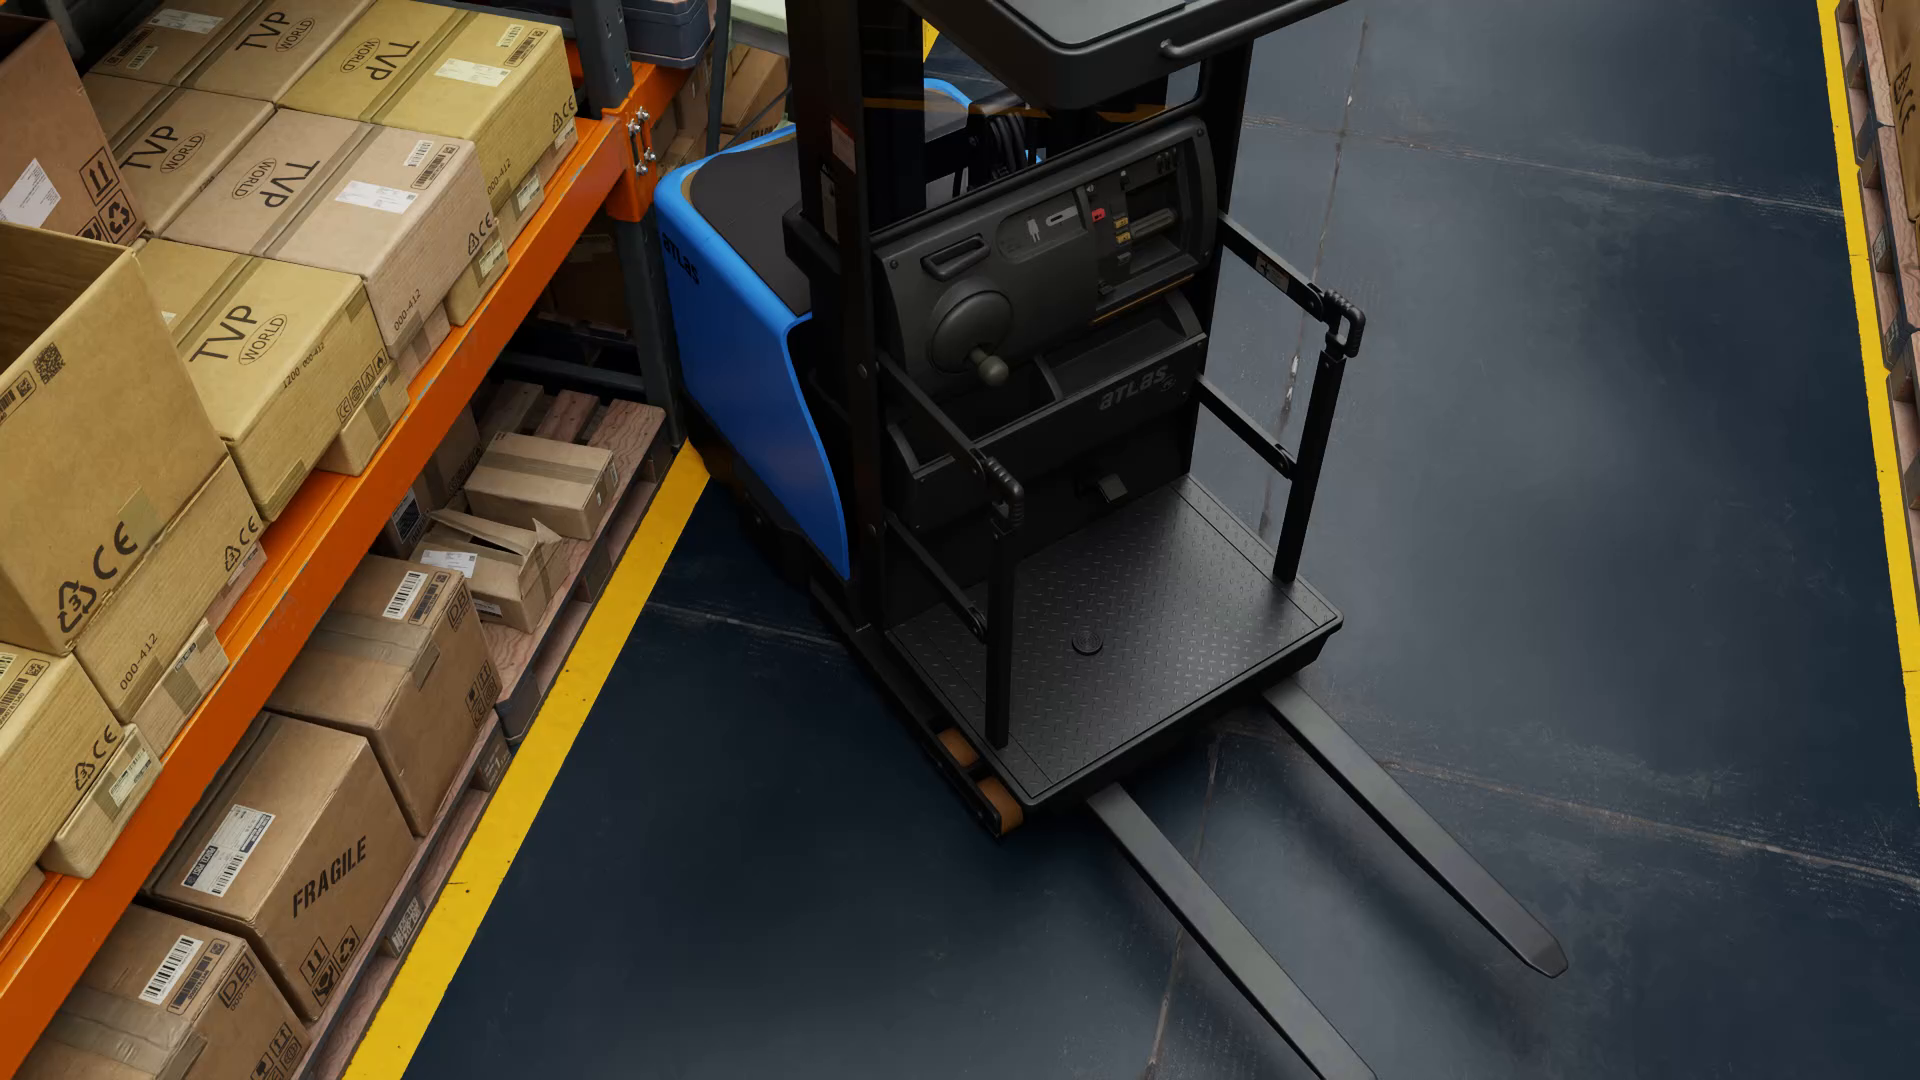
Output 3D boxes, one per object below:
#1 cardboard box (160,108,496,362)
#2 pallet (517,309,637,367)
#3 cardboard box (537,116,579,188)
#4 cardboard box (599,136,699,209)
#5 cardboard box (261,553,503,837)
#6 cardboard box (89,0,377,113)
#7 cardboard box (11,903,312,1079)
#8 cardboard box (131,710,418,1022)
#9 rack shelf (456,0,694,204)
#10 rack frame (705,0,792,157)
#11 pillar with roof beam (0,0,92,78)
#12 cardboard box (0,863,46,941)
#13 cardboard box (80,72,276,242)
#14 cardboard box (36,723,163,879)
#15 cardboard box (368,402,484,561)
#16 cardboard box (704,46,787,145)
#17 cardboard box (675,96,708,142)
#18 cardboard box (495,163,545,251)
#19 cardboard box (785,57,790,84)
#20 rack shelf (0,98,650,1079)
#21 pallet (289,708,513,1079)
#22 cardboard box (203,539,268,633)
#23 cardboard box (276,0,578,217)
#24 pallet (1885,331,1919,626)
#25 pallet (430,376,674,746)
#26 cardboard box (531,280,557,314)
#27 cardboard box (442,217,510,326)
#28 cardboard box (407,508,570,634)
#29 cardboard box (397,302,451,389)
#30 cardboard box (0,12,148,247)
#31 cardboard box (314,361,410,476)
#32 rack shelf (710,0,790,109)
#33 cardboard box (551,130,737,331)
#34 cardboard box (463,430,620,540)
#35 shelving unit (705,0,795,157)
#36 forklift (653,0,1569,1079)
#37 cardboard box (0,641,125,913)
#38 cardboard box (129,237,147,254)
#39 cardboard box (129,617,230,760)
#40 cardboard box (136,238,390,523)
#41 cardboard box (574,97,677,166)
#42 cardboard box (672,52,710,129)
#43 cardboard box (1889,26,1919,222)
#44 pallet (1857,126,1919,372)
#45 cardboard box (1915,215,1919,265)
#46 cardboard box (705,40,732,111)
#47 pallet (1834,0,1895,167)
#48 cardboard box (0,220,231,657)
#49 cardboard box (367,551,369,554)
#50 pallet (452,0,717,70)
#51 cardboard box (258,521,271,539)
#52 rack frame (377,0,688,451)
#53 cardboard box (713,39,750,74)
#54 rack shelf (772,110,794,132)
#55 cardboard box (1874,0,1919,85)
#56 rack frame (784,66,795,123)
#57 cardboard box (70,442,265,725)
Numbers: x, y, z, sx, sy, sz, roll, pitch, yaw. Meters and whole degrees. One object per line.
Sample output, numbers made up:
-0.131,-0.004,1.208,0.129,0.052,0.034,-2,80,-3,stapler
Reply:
-1.412,-0.699,3.768,0.500,0.250,0.500,12,50,10,cardboard box
-1.218,-1.105,6.085,1.003,0.211,1.213,12,50,10,pallet
-1.236,-1.068,4.360,0.380,0.149,0.250,12,50,11,cardboard box
-1.044,-1.165,5.232,0.380,0.149,0.250,14,50,12,cardboard box
-1.660,0.364,4.315,0.700,0.500,0.500,10,49,9,cardboard box
-1.786,-1.176,4.189,0.500,0.250,0.500,11,50,10,cardboard box
-1.933,1.115,3.652,0.700,0.500,0.500,13,50,12,cardboard box
-1.698,0.753,3.972,0.500,0.500,0.500,12,50,11,cardboard box
-0.869,-2.641,6.060,1.077,0.370,4.000,12,50,10,rack shelf
-0.584,-1.053,5.018,0.400,1.500,0.023,18,42,5,rack frame
1.705,-2.242,1.227,9.100,9.000,0.400,12,50,10,pillar with roof beam
-1.849,0.607,2.881,0.380,0.149,0.250,12,50,11,cardboard box
-1.912,-0.812,3.867,0.500,0.250,0.500,11,50,10,cardboard box
-1.710,0.439,3.030,0.380,0.149,0.250,10,49,9,cardboard box
-1.797,-0.250,4.983,0.500,0.311,0.500,13,50,11,cardboard box
-0.920,-1.436,5.904,0.500,0.500,0.500,11,49,10,cardboard box
-1.046,-1.381,5.423,0.380,0.149,0.250,10,49,9,cardboard box
-1.283,-0.876,4.190,0.380,0.149,0.250,13,50,11,cardboard box
-0.785,-1.796,6.222,0.500,0.500,0.500,10,49,9,cardboard box
-1.922,0.253,3.506,1.077,0.370,4.000,12,50,10,rack shelf
-1.896,0.873,4.339,1.003,0.211,1.213,12,50,10,pallet
-1.659,0.044,3.378,0.380,0.149,0.250,11,50,10,cardboard box
-1.294,-1.064,4.090,0.500,0.250,0.500,13,50,11,cardboard box
3.525,-0.105,5.202,1.003,0.211,1.213,12,50,10,pallet
-1.577,-0.013,5.120,1.003,0.211,1.213,12,50,10,pallet
-1.552,-1.157,5.658,0.500,0.500,0.500,11,50,10,cardboard box
-1.328,-0.683,4.020,0.380,0.149,0.250,13,50,11,cardboard box
-1.353,0.053,4.746,0.396,0.266,0.258,13,50,11,cardboard box
-1.424,-0.499,3.857,0.380,0.149,0.250,13,50,11,cardboard box
-2.044,-0.704,3.272,0.500,0.500,0.500,10,49,9,cardboard box
-1.464,-0.308,3.689,0.380,0.149,0.250,11,49,9,cardboard box
-0.415,-1.561,5.025,0.431,0.370,0.720,18,42,5,rack shelf
-1.051,-1.049,5.563,0.500,0.500,0.500,14,50,12,cardboard box
-1.259,-0.167,5.018,0.380,0.149,0.250,10,49,9,cardboard box
-0.483,-1.280,5.287,0.431,1.500,0.755,18,42,5,shelving unit
0.352,-0.583,3.810,1.130,2.935,3.031,-27,54,-22,forklift
-1.806,0.406,2.793,0.500,0.250,0.500,11,49,9,cardboard box
-2.049,-0.439,3.538,0.500,0.250,0.500,13,50,11,cardboard box
-1.660,0.244,3.201,0.380,0.149,0.250,13,50,11,cardboard box
-1.556,-0.341,3.452,0.500,0.250,0.500,11,50,10,cardboard box
-1.103,-1.276,5.131,0.380,0.149,0.250,11,49,9,cardboard box
-1.022,-1.461,5.295,0.380,0.149,0.250,9,49,8,cardboard box
3.946,-1.657,5.849,0.875,0.875,0.875,12,50,10,cardboard box
3.844,-0.991,5.984,1.003,0.211,1.213,12,50,10,pallet
3.710,-1.010,5.278,0.875,0.875,0.875,13,50,11,cardboard box
-0.990,-1.569,5.588,0.380,0.149,0.250,9,49,8,cardboard box
4.167,-1.870,6.760,1.003,0.211,1.213,12,50,10,pallet
-1.674,-0.196,2.824,0.500,0.500,0.500,13,50,11,cardboard box
-1.911,0.117,4.767,0.380,0.149,0.250,11,49,10,cardboard box
-1.080,-1.925,5.076,1.003,0.211,1.213,12,50,10,pallet
-1.640,-0.144,3.544,0.380,0.149,0.250,12,50,11,cardboard box
-1.395,-1.432,4.513,1.000,3.000,0.127,12,50,10,rack frame
-0.930,-1.770,5.766,0.380,0.149,0.250,11,49,9,cardboard box
-0.539,-1.045,5.506,0.431,0.370,0.720,18,42,5,rack shelf
4.185,-2.301,6.417,0.875,0.875,0.875,11,50,10,cardboard box
-0.382,-1.507,5.556,0.400,1.500,0.023,18,42,5,rack frame
-1.692,0.031,3.123,0.500,0.250,0.500,10,49,9,cardboard box
